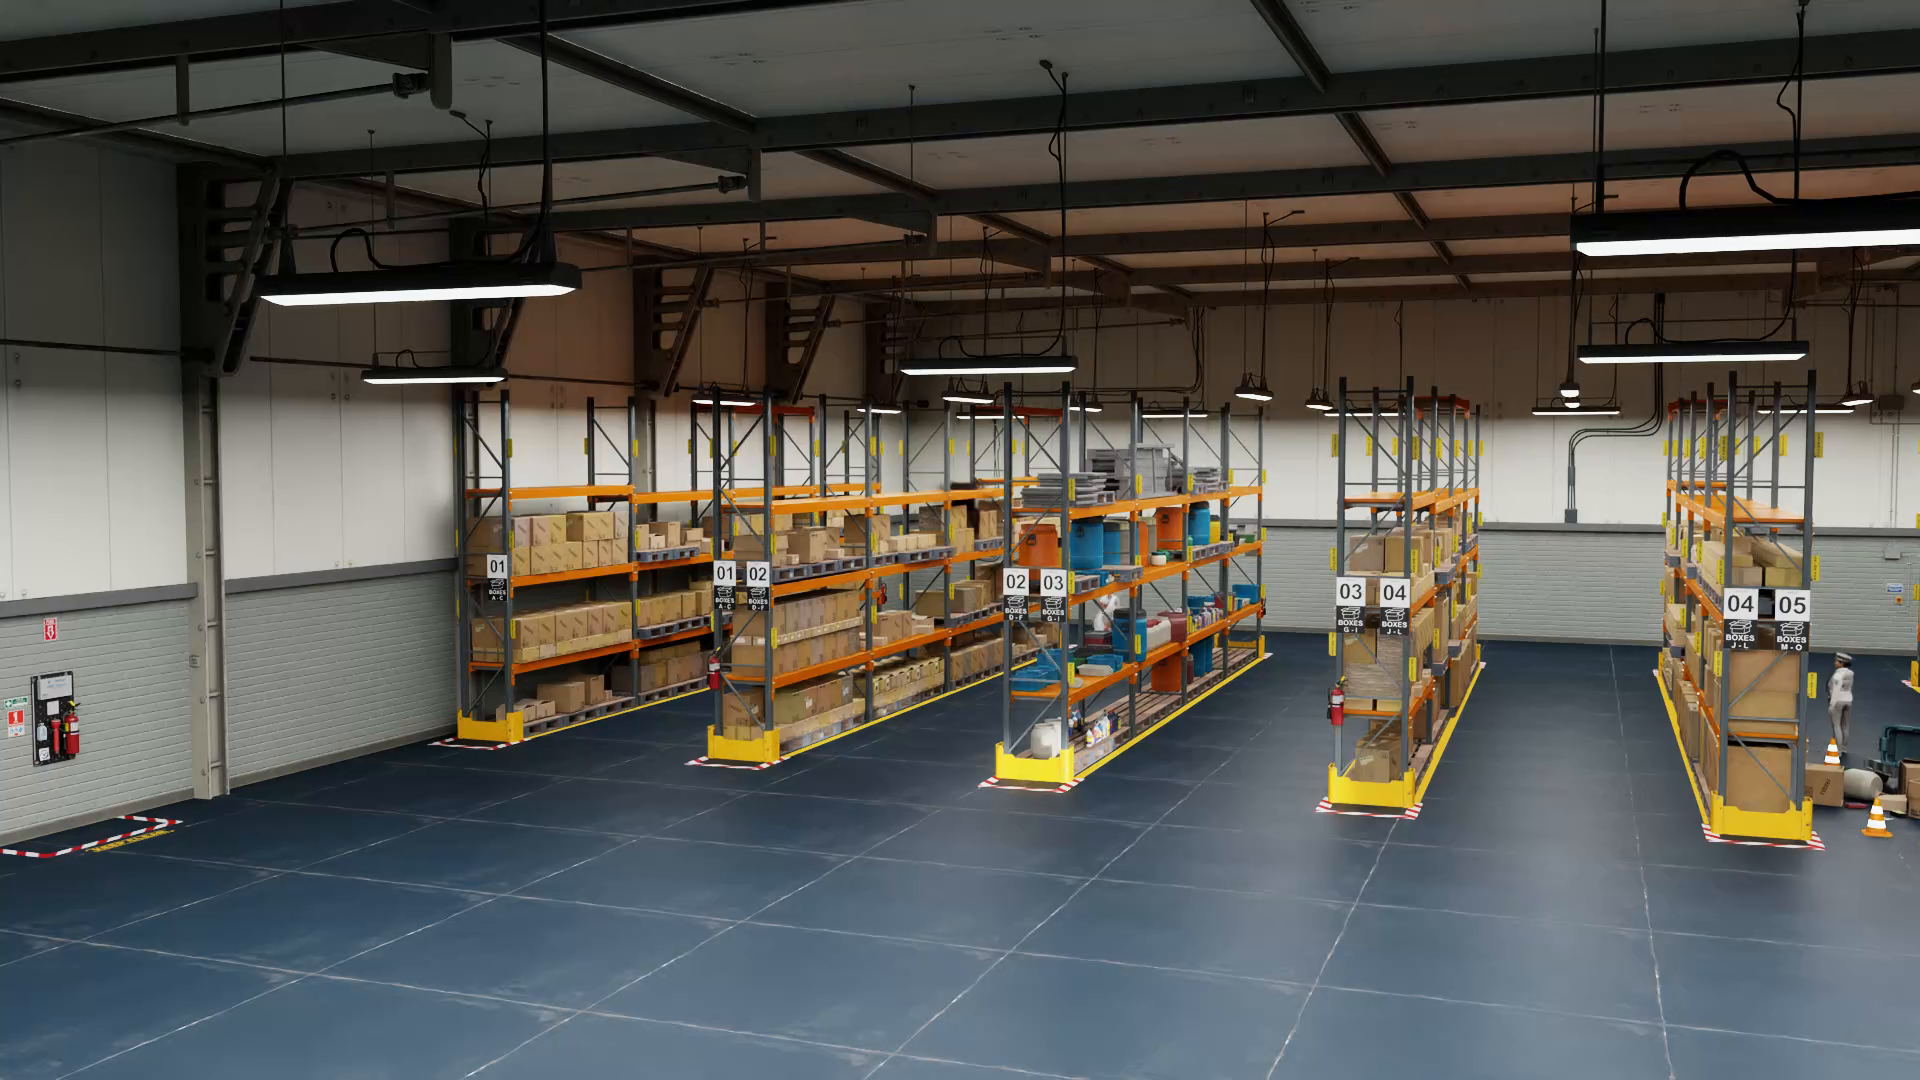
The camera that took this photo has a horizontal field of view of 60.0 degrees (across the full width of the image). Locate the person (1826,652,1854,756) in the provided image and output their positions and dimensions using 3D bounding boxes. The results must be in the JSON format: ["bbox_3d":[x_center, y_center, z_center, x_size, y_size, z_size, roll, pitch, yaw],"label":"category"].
[{"bbox_3d":[14.371,2.667,27.219,0.485,1.674,0.518,-1,3,-14],"label":"person"}]

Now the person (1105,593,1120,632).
[{"bbox_3d":[3.638,1.923,40.404,0.561,1.729,1.066,1,3,17],"label":"person"}]

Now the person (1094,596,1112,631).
[{"bbox_3d":[3.012,2.075,35.078,0.577,1.786,0.573,-2,4,-31],"label":"person"}]
